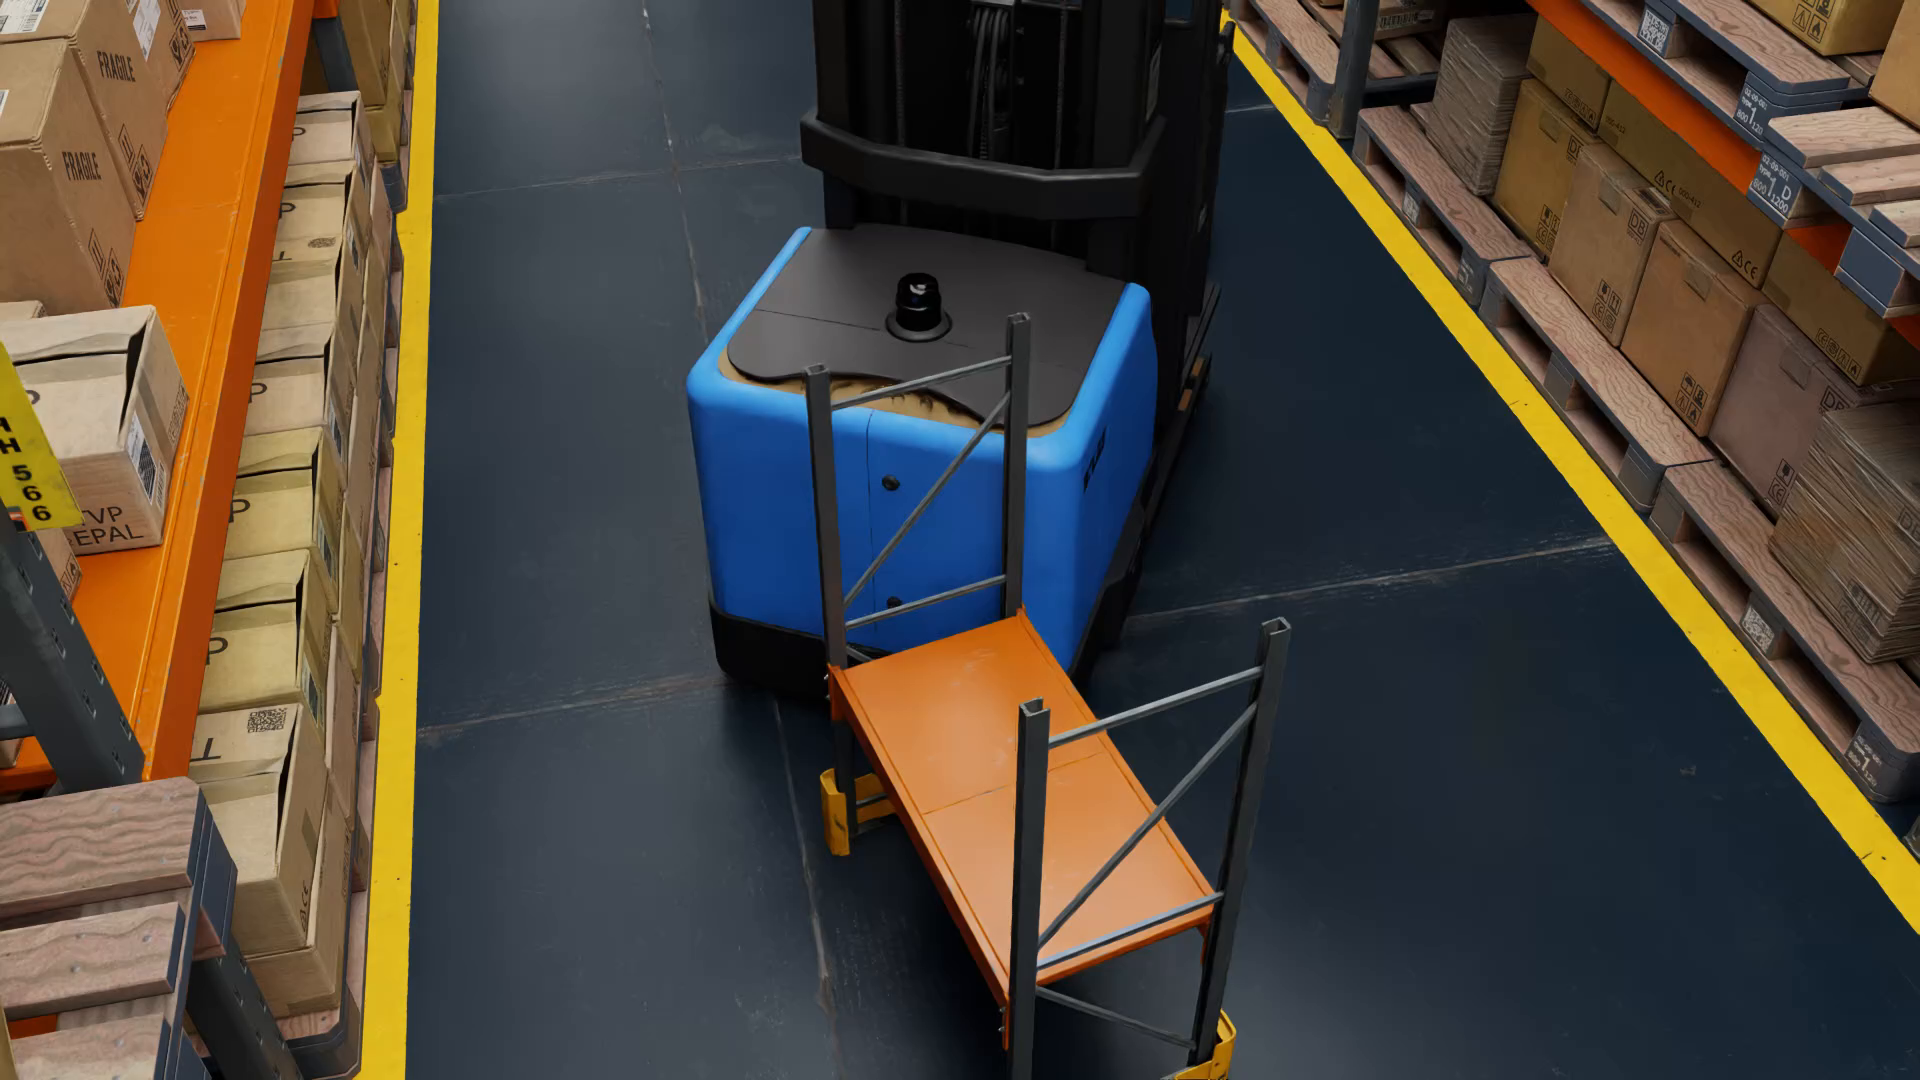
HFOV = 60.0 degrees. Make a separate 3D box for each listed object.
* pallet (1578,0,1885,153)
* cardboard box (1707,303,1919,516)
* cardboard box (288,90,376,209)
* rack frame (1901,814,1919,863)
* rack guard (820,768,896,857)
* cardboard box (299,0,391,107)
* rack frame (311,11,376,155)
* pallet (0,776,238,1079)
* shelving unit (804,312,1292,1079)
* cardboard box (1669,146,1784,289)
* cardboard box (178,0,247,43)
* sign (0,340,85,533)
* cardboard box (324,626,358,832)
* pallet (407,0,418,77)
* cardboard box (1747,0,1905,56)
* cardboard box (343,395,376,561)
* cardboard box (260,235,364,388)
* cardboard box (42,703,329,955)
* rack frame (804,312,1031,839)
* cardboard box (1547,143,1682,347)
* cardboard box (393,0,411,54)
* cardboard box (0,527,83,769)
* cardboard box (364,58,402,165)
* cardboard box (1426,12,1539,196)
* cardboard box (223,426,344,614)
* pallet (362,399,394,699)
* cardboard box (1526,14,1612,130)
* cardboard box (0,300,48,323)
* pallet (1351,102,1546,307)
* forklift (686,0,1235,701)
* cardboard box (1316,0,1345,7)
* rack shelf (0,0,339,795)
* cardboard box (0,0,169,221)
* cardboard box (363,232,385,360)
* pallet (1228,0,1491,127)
[{"bbox_3d":[2.503,-1.570,4.904,1.003,0.211,1.213,-8,42,-9],"label":"pallet"},{"bbox_3d":[2.767,-0.404,4.997,0.700,0.500,0.500,-8,42,-9],"label":"cardboard box"},{"bbox_3d":[-2.362,-1.362,5.858,0.500,0.311,0.500,-8,42,-9],"label":"cardboard box"},{"bbox_3d":[2.971,-0.365,3.401,1.000,3.000,0.127,-8,42,-9],"label":"rack frame"},{"bbox_3d":[-0.076,0.631,4.351,0.587,0.250,0.087,-16,44,-18],"label":"rack guard"},{"bbox_3d":[-2.523,-2.000,6.433,0.500,0.500,0.500,-8,42,-9],"label":"cardboard box"},{"bbox_3d":[-2.729,-2.245,5.520,1.000,3.000,0.127,-8,42,-9],"label":"rack frame"},{"bbox_3d":[-1.651,0.849,2.179,1.213,0.211,1.003,-8,42,-9],"label":"pallet"},{"bbox_3d":[0.127,0.465,3.596,0.587,1.500,1.083,-16,44,-18],"label":"shelving unit"},{"bbox_3d":[2.587,-1.045,5.155,0.500,0.250,0.500,-9,42,-9],"label":"cardboard box"},{"bbox_3d":[-2.360,-1.651,4.952,0.396,0.266,0.258,-9,42,-10],"label":"cardboard box"},{"bbox_3d":[-1.338,-0.140,2.335,0.100,0.325,0.005,-8,42,-9],"label":"sign"},{"bbox_3d":[-1.801,0.512,4.169,0.500,0.250,0.500,-9,42,-10],"label":"cardboard box"},{"bbox_3d":[-3.126,-2.516,7.926,1.003,0.211,1.213,-8,42,-9],"label":"pallet"},{"bbox_3d":[2.569,-1.674,4.470,0.700,0.500,0.500,-8,42,-9],"label":"cardboard box"},{"bbox_3d":[-2.030,-0.157,4.922,0.500,0.250,0.500,-8,42,-8],"label":"cardboard box"},{"bbox_3d":[-2.138,-0.702,5.114,0.500,0.311,0.500,-8,42,-9],"label":"cardboard box"},{"bbox_3d":[-1.692,0.628,3.616,0.500,0.311,0.500,-7,42,-8],"label":"cardboard box"},{"bbox_3d":[-0.084,0.151,3.950,0.500,1.500,0.032,-16,44,-18],"label":"rack frame"},{"bbox_3d":[2.514,-1.048,5.723,0.700,0.500,0.500,-8,42,-9],"label":"cardboard box"},{"bbox_3d":[-2.739,-2.368,7.413,0.500,0.250,0.500,-8,42,-9],"label":"cardboard box"},{"bbox_3d":[-1.901,0.139,2.901,0.500,0.311,0.500,-6,42,-7],"label":"cardboard box"},{"bbox_3d":[-2.533,-1.718,6.681,0.500,0.250,0.500,-8,42,-9],"label":"cardboard box"},{"bbox_3d":[2.282,-1.712,6.471,0.700,0.500,0.500,-7,42,-8],"label":"cardboard box"},{"bbox_3d":[-1.921,-0.043,4.371,0.500,0.311,0.500,-9,42,-10],"label":"cardboard box"},{"bbox_3d":[-2.265,0.062,5.021,1.003,0.211,1.213,-8,42,-9],"label":"pallet"},{"bbox_3d":[2.381,-1.708,5.901,0.500,0.250,0.500,-9,42,-10],"label":"cardboard box"},{"bbox_3d":[-2.196,-0.377,3.604,0.380,0.149,0.250,-5,42,-6],"label":"cardboard box"},{"bbox_3d":[2.277,-1.410,6.680,1.003,0.211,1.213,-8,42,-9],"label":"pallet"},{"bbox_3d":[0.238,-1.521,4.755,1.130,2.935,3.031,12,43,13],"label":"forklift"},{"bbox_3d":[1.844,-2.854,7.757,0.500,0.500,0.500,-11,43,-12],"label":"cardboard box"},{"bbox_3d":[-2.297,-0.680,4.298,1.077,0.370,4.000,-8,42,-9],"label":"rack shelf"},{"bbox_3d":[-2.357,-1.116,4.173,0.500,0.500,0.500,-8,42,-9],"label":"cardboard box"},{"bbox_3d":[-2.249,-0.819,5.668,0.500,0.250,0.500,-9,42,-10],"label":"cardboard box"},{"bbox_3d":[1.928,-2.345,7.733,1.003,0.211,1.213,-8,42,-9],"label":"pallet"}]
